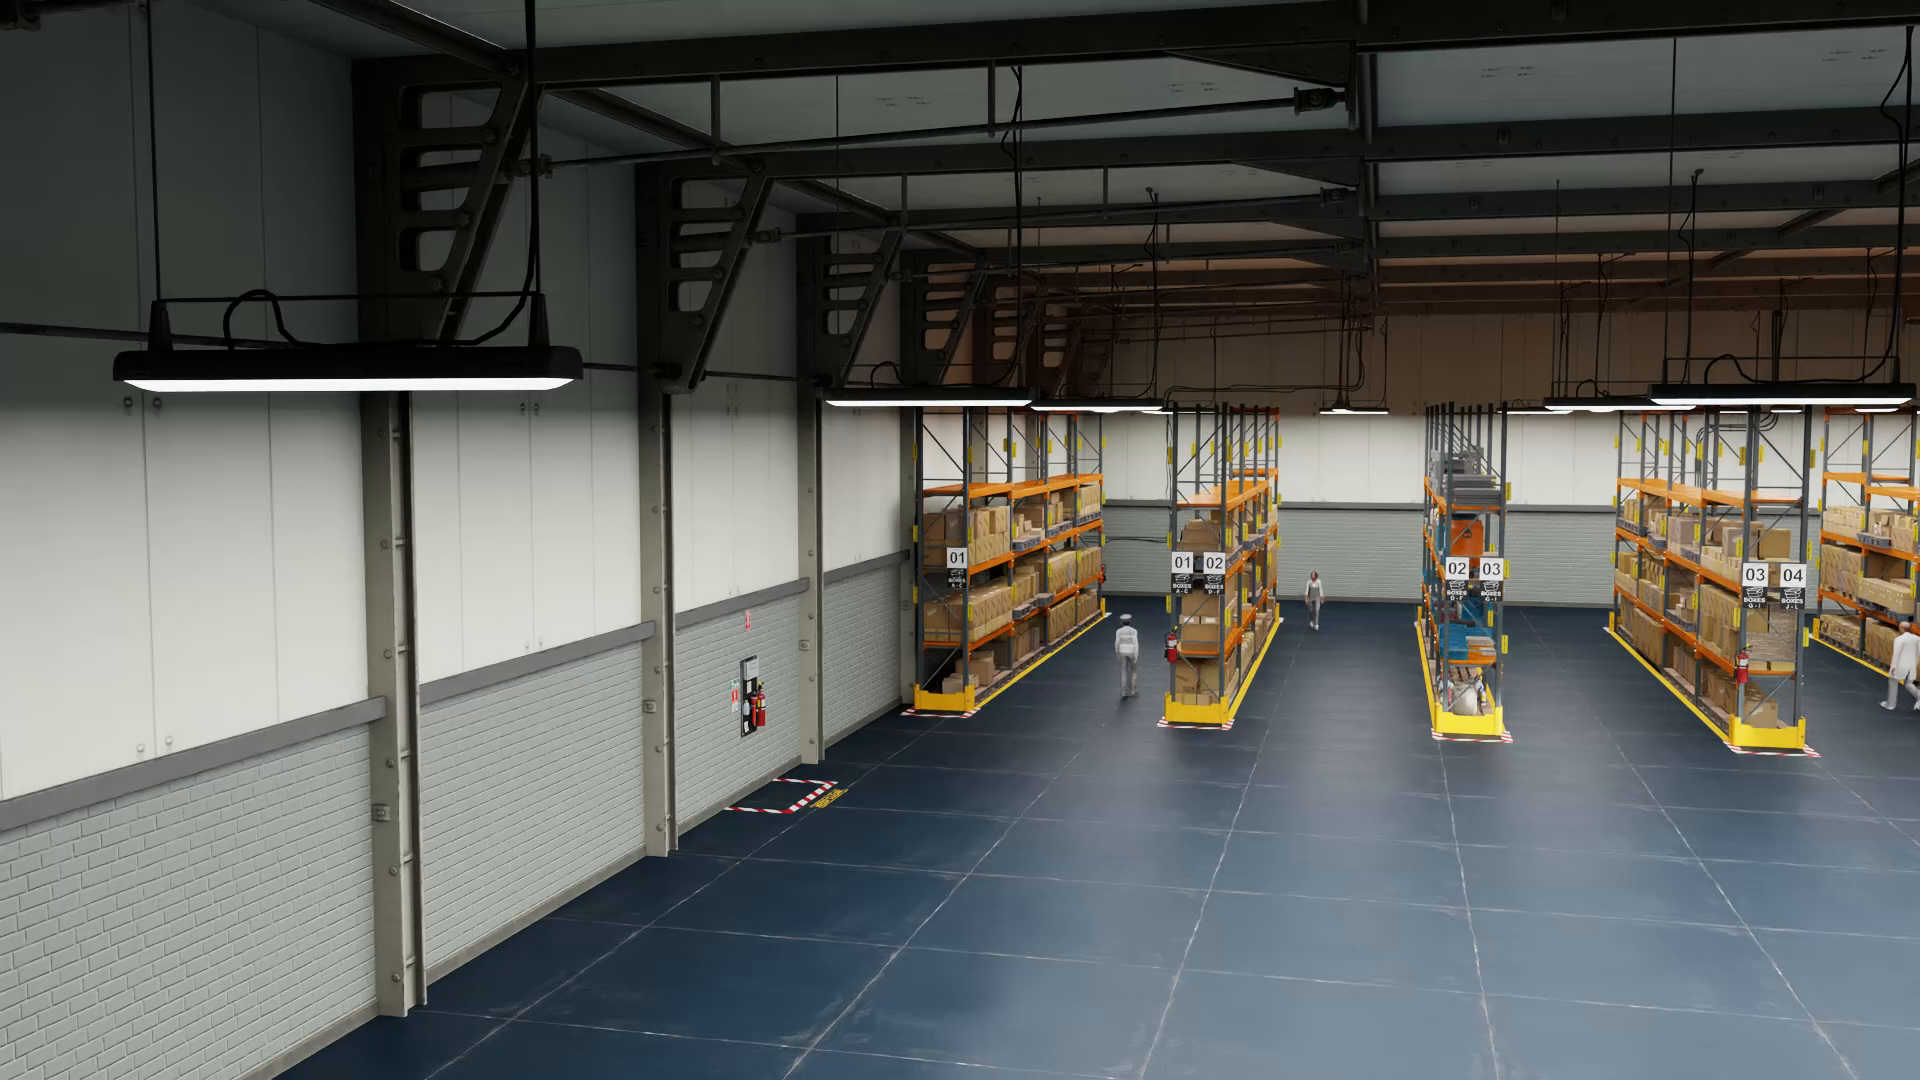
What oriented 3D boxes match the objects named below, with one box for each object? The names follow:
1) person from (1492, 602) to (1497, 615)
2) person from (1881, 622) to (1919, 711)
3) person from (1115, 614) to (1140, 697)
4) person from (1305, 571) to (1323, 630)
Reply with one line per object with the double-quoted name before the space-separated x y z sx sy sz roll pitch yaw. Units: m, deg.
"person" 15.395 1.350 48.248 0.528 1.632 0.471 3 5 33
"person" 18.401 2.442 32.408 0.638 1.717 0.939 -1 4 -9
"person" 3.424 2.389 34.063 0.513 1.737 0.410 1 4 12
"person" 9.571 1.609 44.924 0.480 1.536 0.952 1 4 12
